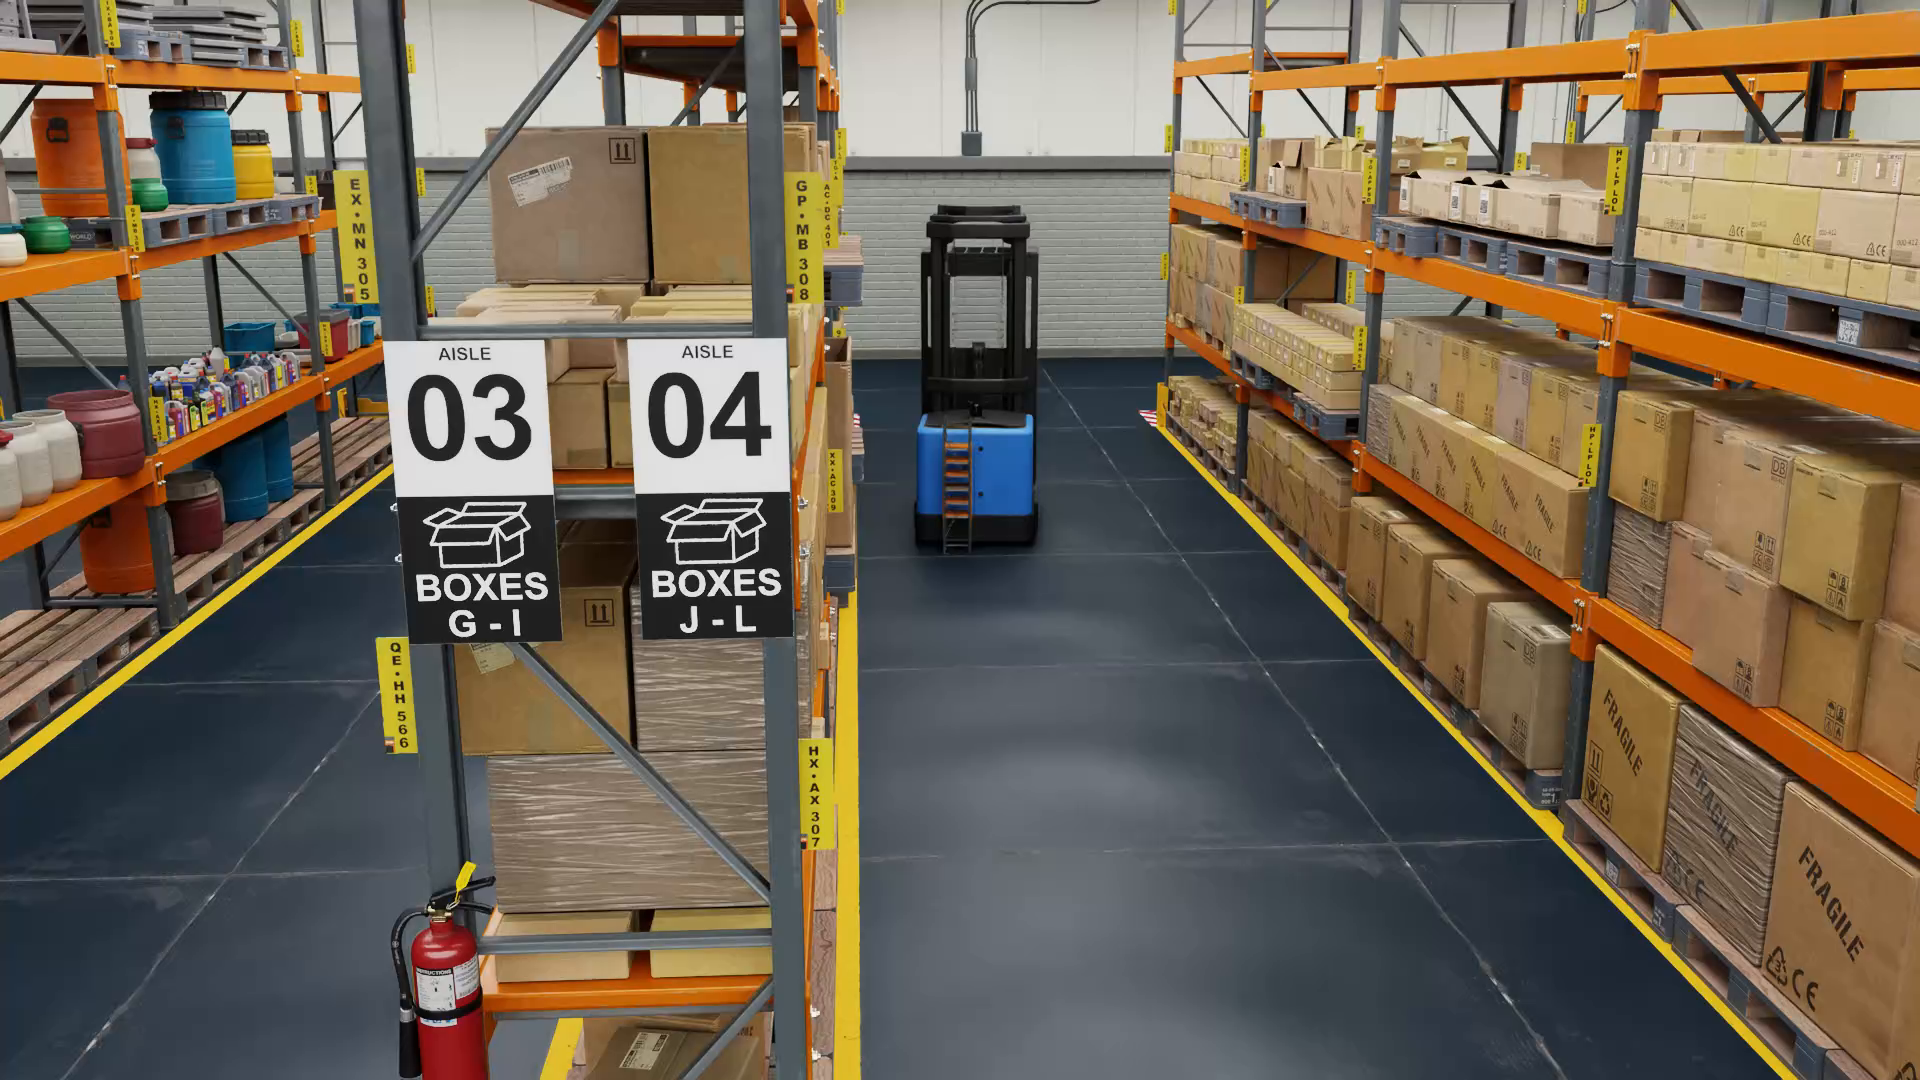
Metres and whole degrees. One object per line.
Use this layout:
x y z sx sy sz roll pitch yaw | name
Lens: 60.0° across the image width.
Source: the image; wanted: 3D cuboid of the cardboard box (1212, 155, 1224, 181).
2.936 -3.902 17.452 0.500 0.250 0.500 0 14 -1 | cardboard box

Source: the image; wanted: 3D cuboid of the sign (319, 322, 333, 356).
-6.075 -1.924 15.931 0.100 0.325 0.005 -1 14 -3 | sign

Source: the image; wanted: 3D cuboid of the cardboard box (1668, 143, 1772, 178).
3.472 -1.730 7.573 0.380 0.149 0.250 -1 14 -4 | cardboard box

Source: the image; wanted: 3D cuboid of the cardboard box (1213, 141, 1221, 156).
2.878 -4.120 17.499 0.380 0.149 0.250 -1 14 -4 | cardboard box

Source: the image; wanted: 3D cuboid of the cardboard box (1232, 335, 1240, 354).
2.841 -1.887 16.002 0.380 0.149 0.250 -2 15 -6 | cardboard box

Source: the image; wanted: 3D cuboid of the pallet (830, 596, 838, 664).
-1.386 0.681 11.957 1.003 0.211 1.213 -1 14 -3 | pallet

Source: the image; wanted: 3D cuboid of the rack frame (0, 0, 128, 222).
-6.377 -3.693 11.320 1.000 3.000 0.127 -1 14 -3 | rack frame

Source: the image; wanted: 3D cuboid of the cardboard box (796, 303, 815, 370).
-0.812 -0.759 6.238 0.500 0.250 0.500 0 14 -2 | cardboard box

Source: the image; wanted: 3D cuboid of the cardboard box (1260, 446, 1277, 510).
3.091 -0.584 15.449 0.500 0.500 0.500 0 14 -1 | cardboard box

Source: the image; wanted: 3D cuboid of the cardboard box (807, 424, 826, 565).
-0.821 -0.190 6.939 0.500 0.500 0.500 -1 14 -3 | cardboard box

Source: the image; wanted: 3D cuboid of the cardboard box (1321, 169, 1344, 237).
3.191 -2.679 13.198 0.500 0.500 0.500 -1 14 -3 | cardboard box

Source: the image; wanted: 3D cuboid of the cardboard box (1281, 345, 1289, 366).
2.956 -1.578 14.204 0.380 0.149 0.250 -1 14 -2 | cardboard box

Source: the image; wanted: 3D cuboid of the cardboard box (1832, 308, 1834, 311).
8.076 -2.051 14.772 0.500 0.500 0.500 -1 14 -4 | cardboard box

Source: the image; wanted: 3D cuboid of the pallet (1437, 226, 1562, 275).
3.689 -1.839 10.515 1.003 0.211 1.213 0 14 -1 | pallet

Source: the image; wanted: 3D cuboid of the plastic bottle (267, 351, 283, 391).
-6.241 -1.535 15.071 0.144 0.351 0.185 -1 14 -3 | plastic bottle

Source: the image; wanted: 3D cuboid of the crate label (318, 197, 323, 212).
-6.366 -3.234 16.083 0.293 0.136 0.466 -1 14 -3 | crate label

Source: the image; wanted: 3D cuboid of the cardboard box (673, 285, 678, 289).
-0.832 -0.905 6.005 0.380 0.149 0.250 -1 14 -4 | cardboard box

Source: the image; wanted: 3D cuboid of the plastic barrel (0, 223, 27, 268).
-6.065 -1.861 10.496 0.301 0.262 0.301 0 14 0 | plastic barrel

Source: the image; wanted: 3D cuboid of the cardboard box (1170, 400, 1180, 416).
2.741 -1.593 20.075 0.380 0.149 0.250 -1 14 -2 | cardboard box

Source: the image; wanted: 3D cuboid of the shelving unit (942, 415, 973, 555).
-0.022 -0.475 14.466 0.258 1.200 0.189 1 14 3 | shelving unit

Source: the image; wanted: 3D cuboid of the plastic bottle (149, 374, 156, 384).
-6.924 -1.282 14.247 0.097 0.271 0.097 0 14 0 | plastic bottle

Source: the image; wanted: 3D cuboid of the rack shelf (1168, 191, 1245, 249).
3.152 -3.512 18.080 1.077 0.370 4.000 -1 14 -3 | rack shelf

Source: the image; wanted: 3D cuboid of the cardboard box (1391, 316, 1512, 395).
3.541 -1.336 11.993 0.700 0.500 0.500 -1 14 -4 | cardboard box

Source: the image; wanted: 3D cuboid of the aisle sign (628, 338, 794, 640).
-0.634 -0.123 4.266 0.394 0.787 0.004 -1 14 -3 | aisle sign

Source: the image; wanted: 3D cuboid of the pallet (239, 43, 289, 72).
-6.543 -4.197 14.462 1.003 0.211 1.213 -1 14 -3 | pallet

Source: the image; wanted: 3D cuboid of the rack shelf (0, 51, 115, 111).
-6.253 -2.653 9.526 1.077 0.370 4.000 -1 14 -3 | rack shelf

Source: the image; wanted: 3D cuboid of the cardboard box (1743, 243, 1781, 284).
3.520 -1.155 6.935 0.380 0.149 0.250 -1 14 -4 | cardboard box

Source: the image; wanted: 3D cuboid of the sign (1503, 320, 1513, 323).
4.077 -1.486 12.457 0.100 0.325 0.005 -1 14 -3 | sign

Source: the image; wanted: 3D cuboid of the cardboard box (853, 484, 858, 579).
-1.455 -0.210 13.246 1.225 0.875 0.875 -2 15 -6 | cardboard box

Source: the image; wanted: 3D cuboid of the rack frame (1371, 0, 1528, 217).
3.524 -3.821 11.817 1.000 3.000 0.127 -1 14 -3 | rack frame

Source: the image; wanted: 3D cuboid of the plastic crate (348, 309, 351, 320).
-7.145 -2.495 18.919 0.416 0.233 0.300 -1 14 -3 | plastic crate

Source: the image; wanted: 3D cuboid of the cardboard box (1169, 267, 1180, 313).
2.780 -2.982 19.798 0.500 0.500 0.500 0 14 -1 | cardboard box

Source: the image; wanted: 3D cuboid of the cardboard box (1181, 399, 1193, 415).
2.776 -1.544 19.288 0.380 0.149 0.250 0 14 -2 | cardboard box

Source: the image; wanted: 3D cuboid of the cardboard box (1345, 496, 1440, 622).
3.471 0.123 12.199 1.050 0.750 0.750 -1 14 -4 | cardboard box

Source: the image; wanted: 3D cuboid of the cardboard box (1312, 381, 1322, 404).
3.021 -1.175 13.233 0.380 0.149 0.250 -1 14 -4 | cardboard box

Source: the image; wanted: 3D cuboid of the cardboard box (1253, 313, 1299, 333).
2.891 -1.980 15.169 0.380 0.149 0.250 -1 14 -4 | cardboard box

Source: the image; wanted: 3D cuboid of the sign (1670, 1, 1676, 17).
8.505 -6.408 19.837 0.100 0.325 0.005 -1 14 -3 | sign

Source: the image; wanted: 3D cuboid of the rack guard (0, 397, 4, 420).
-11.812 -1.472 19.745 1.175 0.500 0.348 -1 14 -3 | rack guard

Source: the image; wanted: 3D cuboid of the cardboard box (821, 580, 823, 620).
-0.879 0.301 8.340 0.380 0.149 0.250 -1 14 -3 | cardboard box

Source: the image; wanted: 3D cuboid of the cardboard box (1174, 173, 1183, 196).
2.801 -4.170 19.493 0.500 0.250 0.500 0 14 -1 | cardboard box

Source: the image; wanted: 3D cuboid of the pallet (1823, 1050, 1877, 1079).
3.892 2.227 5.948 1.003 0.211 1.213 -1 14 -3 | pallet

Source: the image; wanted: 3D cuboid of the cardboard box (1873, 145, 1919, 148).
4.158 -1.616 7.129 0.380 0.149 0.250 -1 14 -2 | cardboard box

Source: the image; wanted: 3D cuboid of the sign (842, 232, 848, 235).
-1.386 -3.534 19.943 0.100 0.325 0.005 -1 14 -3 | sign

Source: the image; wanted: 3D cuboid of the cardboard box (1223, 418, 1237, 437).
2.938 -1.169 17.233 0.380 0.149 0.250 -1 14 -3 | cardboard box

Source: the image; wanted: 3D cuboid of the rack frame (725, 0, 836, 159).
-1.681 -4.764 15.484 1.000 3.000 0.127 -1 14 -3 | rack frame

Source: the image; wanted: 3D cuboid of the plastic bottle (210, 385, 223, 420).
-6.107 -1.132 13.640 0.061 0.283 0.133 -1 14 -3 | plastic bottle

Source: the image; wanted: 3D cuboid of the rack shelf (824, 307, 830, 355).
-1.309 -1.471 10.148 1.077 0.370 4.000 -1 14 -3 | rack shelf

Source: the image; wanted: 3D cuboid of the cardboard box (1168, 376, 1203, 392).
2.721 -1.880 20.000 0.380 0.149 0.250 -2 15 -6 | cardboard box

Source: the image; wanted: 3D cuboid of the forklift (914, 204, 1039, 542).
0.192 -1.714 15.806 1.130 2.935 3.031 1 14 3 | forklift

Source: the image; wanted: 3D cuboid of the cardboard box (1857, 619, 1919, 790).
3.986 0.632 6.248 0.875 0.550 0.550 -1 14 -3 | cardboard box

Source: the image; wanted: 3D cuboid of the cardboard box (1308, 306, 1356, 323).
3.513 -2.116 15.700 0.380 0.149 0.250 -1 14 -5 | cardboard box

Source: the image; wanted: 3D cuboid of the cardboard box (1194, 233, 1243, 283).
2.873 -3.084 18.190 0.500 0.500 0.500 -1 14 -5 | cardboard box
